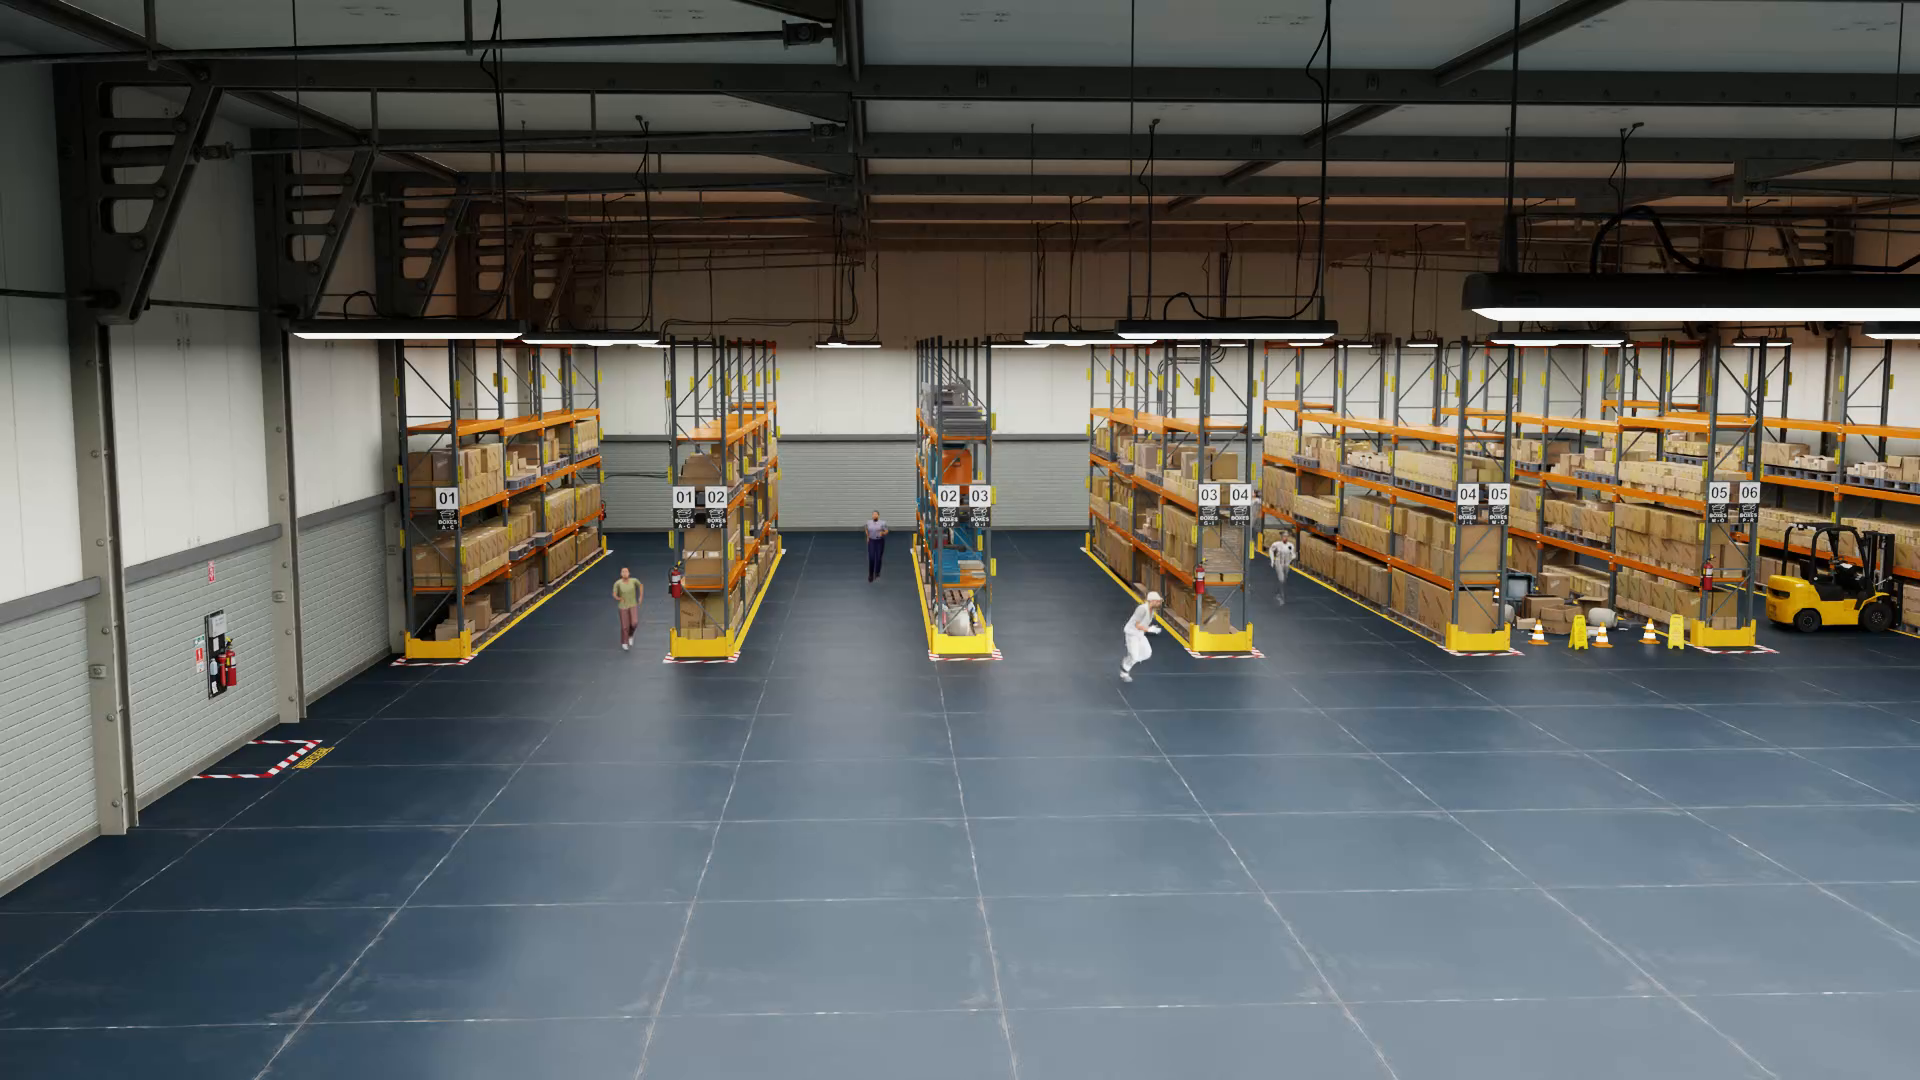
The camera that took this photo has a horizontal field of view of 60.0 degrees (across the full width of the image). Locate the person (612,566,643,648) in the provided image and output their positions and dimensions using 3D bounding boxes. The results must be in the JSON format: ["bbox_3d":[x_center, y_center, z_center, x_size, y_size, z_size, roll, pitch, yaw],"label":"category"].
[{"bbox_3d":[-6.350,1.297,31.827,0.593,1.622,0.726,-2,7,-15],"label":"person"}]

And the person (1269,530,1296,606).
[{"bbox_3d":[7.318,0.619,37.751,0.530,1.727,0.861,-1,7,-13],"label":"person"}]

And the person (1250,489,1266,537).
[{"bbox_3d":[8.664,-0.662,48.837,0.874,1.683,0.591,-1,7,-5],"label":"person"}]

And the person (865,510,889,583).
[{"bbox_3d":[-1.994,0.151,39.717,0.577,1.736,0.670,0,6,0],"label":"person"}]

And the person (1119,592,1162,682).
[{"bbox_3d":[3.157,1.665,28.783,0.828,1.601,0.696,4,8,31],"label":"person"}]
